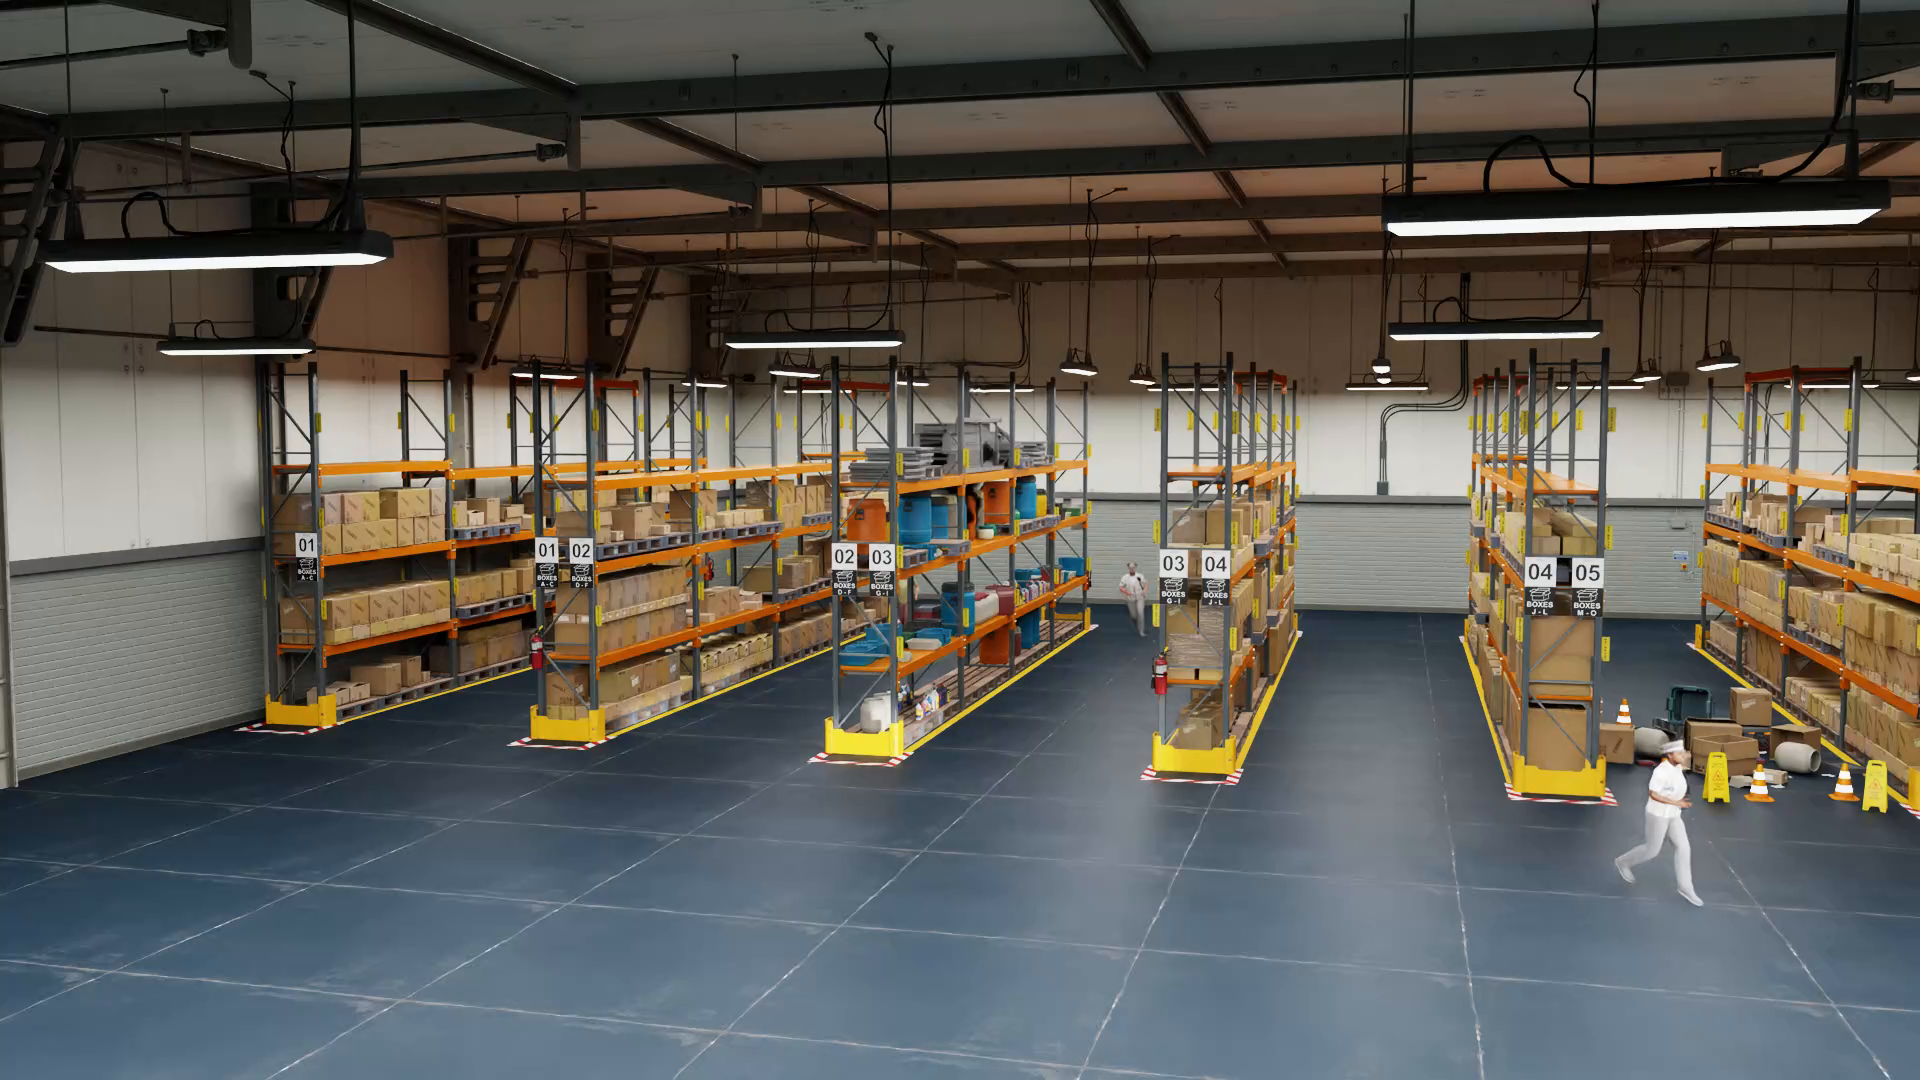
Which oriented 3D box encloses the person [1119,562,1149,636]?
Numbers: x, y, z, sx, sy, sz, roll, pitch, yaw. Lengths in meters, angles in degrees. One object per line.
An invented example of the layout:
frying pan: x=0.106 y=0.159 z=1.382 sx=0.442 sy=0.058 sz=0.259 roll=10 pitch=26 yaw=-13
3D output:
person: x=4.124 y=1.381 z=39.442 sx=0.701 sy=1.726 sz=0.740 roll=0 pitch=4 yaw=2

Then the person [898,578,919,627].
person: x=-1.260 y=1.466 z=38.370 sx=0.593 sy=1.696 sz=0.856 roll=1 pitch=4 yaw=8

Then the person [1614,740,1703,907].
person: x=7.417 y=2.927 z=17.584 sx=0.599 sy=1.705 sz=0.985 roll=-3 pitch=5 yaw=-39
